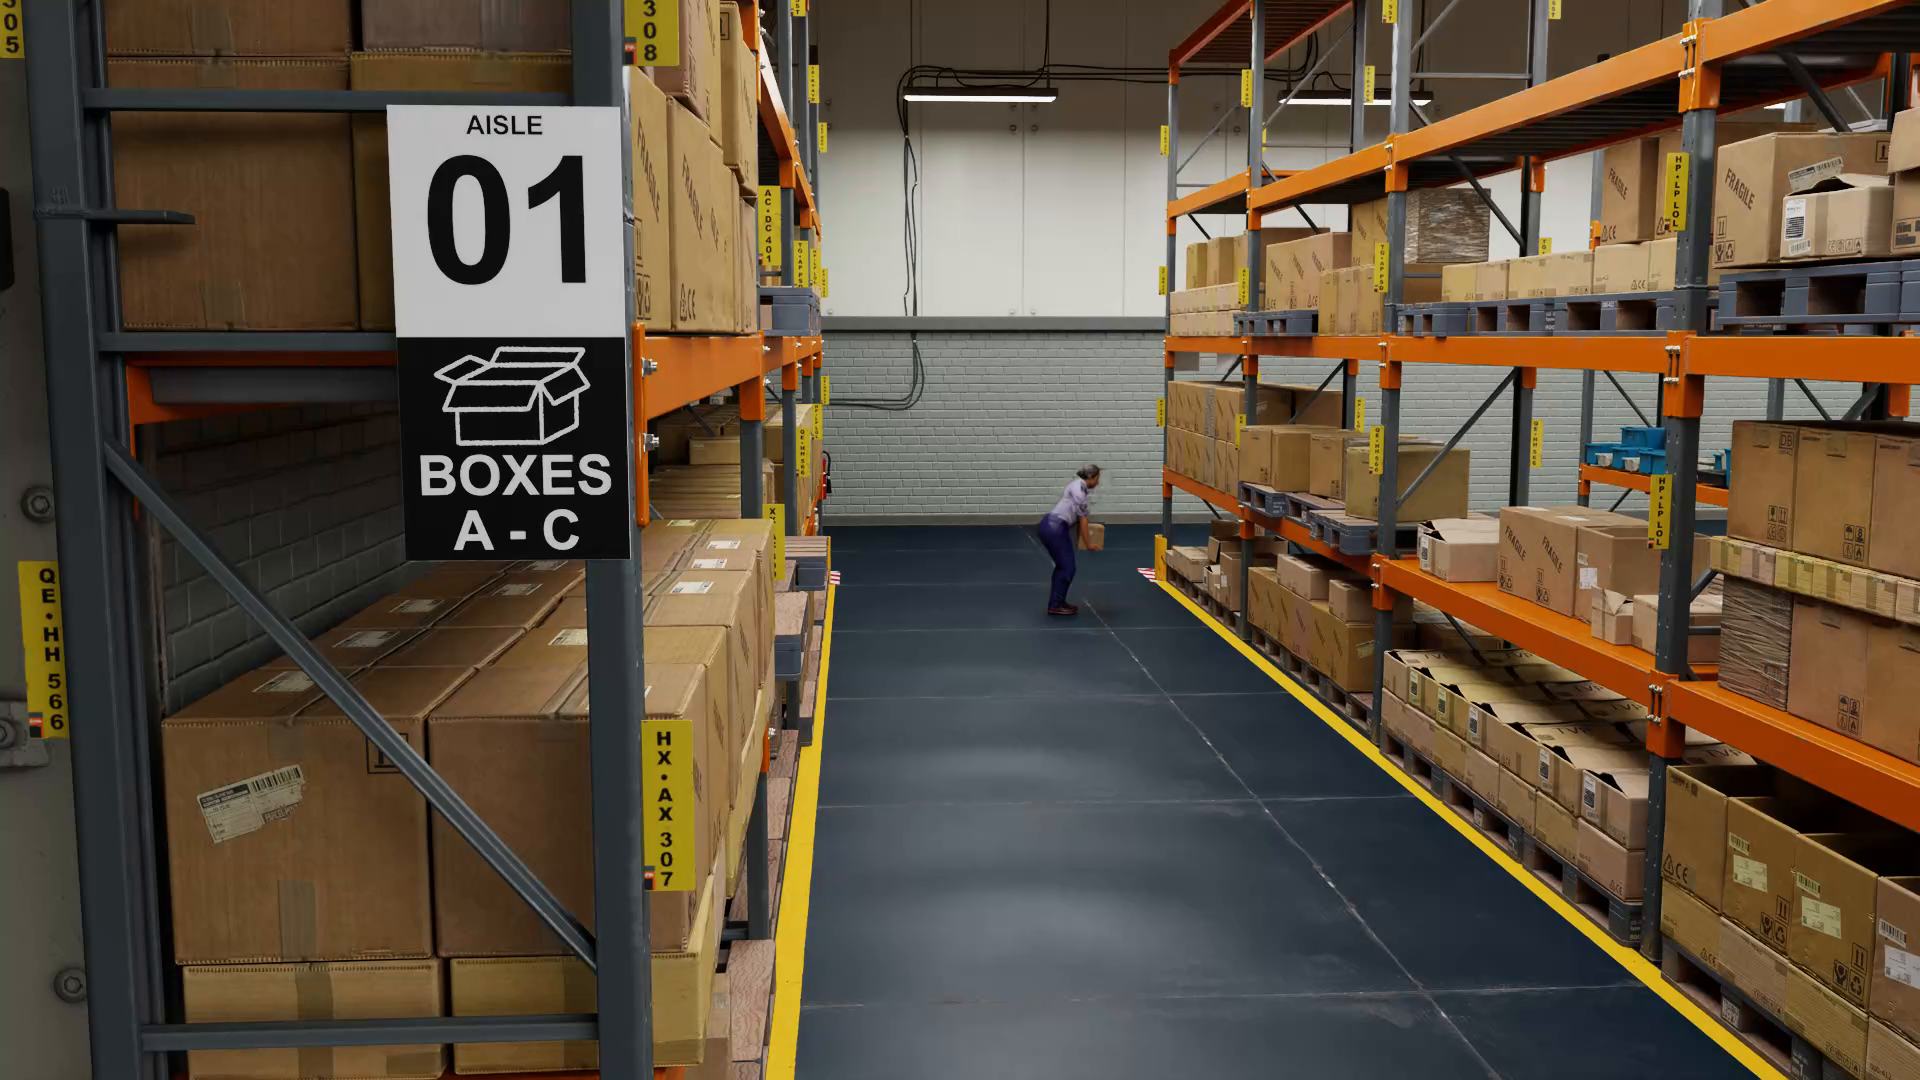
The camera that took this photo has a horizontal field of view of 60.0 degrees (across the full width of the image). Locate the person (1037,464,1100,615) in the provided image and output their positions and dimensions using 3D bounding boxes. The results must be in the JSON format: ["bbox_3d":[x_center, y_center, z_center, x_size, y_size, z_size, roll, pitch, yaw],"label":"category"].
[{"bbox_3d":[1.111,0.005,16.967,0.633,1.489,0.446,-1,7,-5],"label":"person"}]
